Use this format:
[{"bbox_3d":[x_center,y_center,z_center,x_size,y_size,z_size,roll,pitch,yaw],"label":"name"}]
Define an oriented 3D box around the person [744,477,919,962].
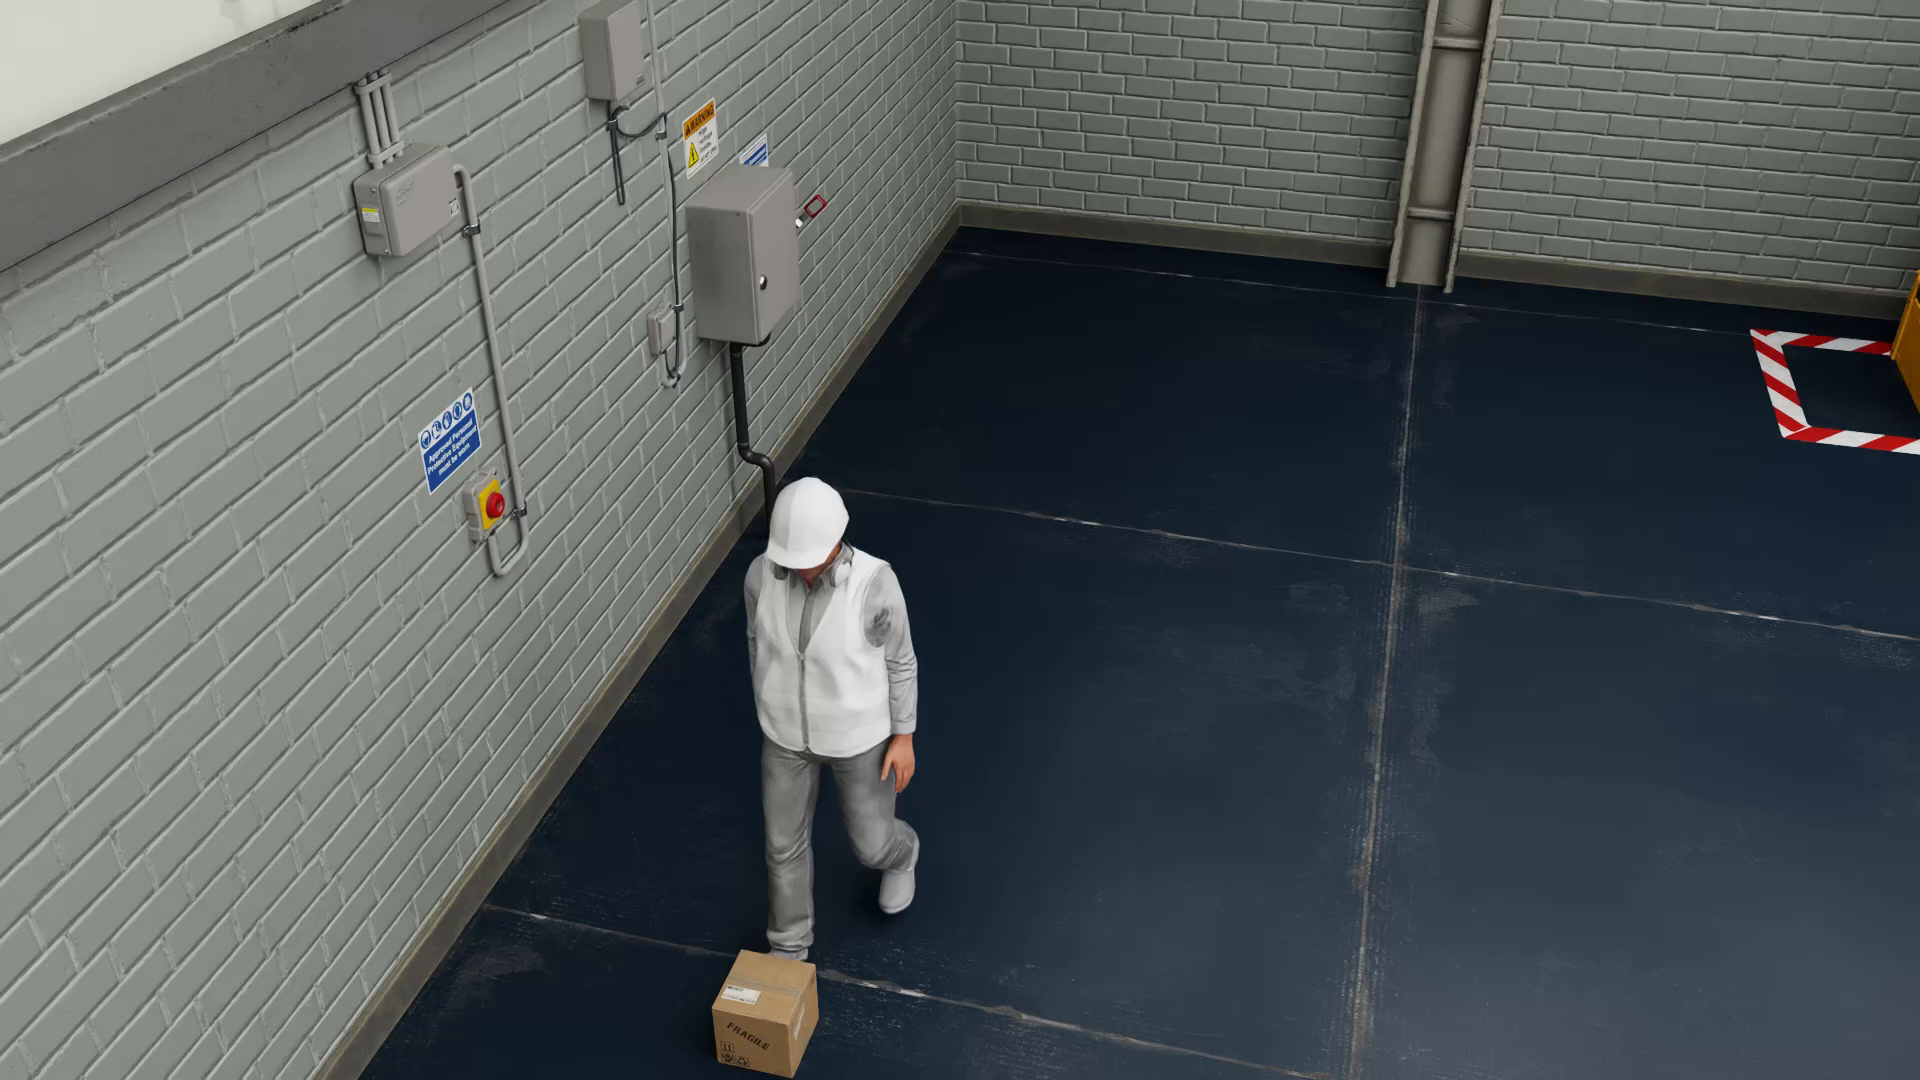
[{"bbox_3d":[-0.421,0.603,5.154,0.573,1.757,0.736,9,34,14],"label":"person"}]
